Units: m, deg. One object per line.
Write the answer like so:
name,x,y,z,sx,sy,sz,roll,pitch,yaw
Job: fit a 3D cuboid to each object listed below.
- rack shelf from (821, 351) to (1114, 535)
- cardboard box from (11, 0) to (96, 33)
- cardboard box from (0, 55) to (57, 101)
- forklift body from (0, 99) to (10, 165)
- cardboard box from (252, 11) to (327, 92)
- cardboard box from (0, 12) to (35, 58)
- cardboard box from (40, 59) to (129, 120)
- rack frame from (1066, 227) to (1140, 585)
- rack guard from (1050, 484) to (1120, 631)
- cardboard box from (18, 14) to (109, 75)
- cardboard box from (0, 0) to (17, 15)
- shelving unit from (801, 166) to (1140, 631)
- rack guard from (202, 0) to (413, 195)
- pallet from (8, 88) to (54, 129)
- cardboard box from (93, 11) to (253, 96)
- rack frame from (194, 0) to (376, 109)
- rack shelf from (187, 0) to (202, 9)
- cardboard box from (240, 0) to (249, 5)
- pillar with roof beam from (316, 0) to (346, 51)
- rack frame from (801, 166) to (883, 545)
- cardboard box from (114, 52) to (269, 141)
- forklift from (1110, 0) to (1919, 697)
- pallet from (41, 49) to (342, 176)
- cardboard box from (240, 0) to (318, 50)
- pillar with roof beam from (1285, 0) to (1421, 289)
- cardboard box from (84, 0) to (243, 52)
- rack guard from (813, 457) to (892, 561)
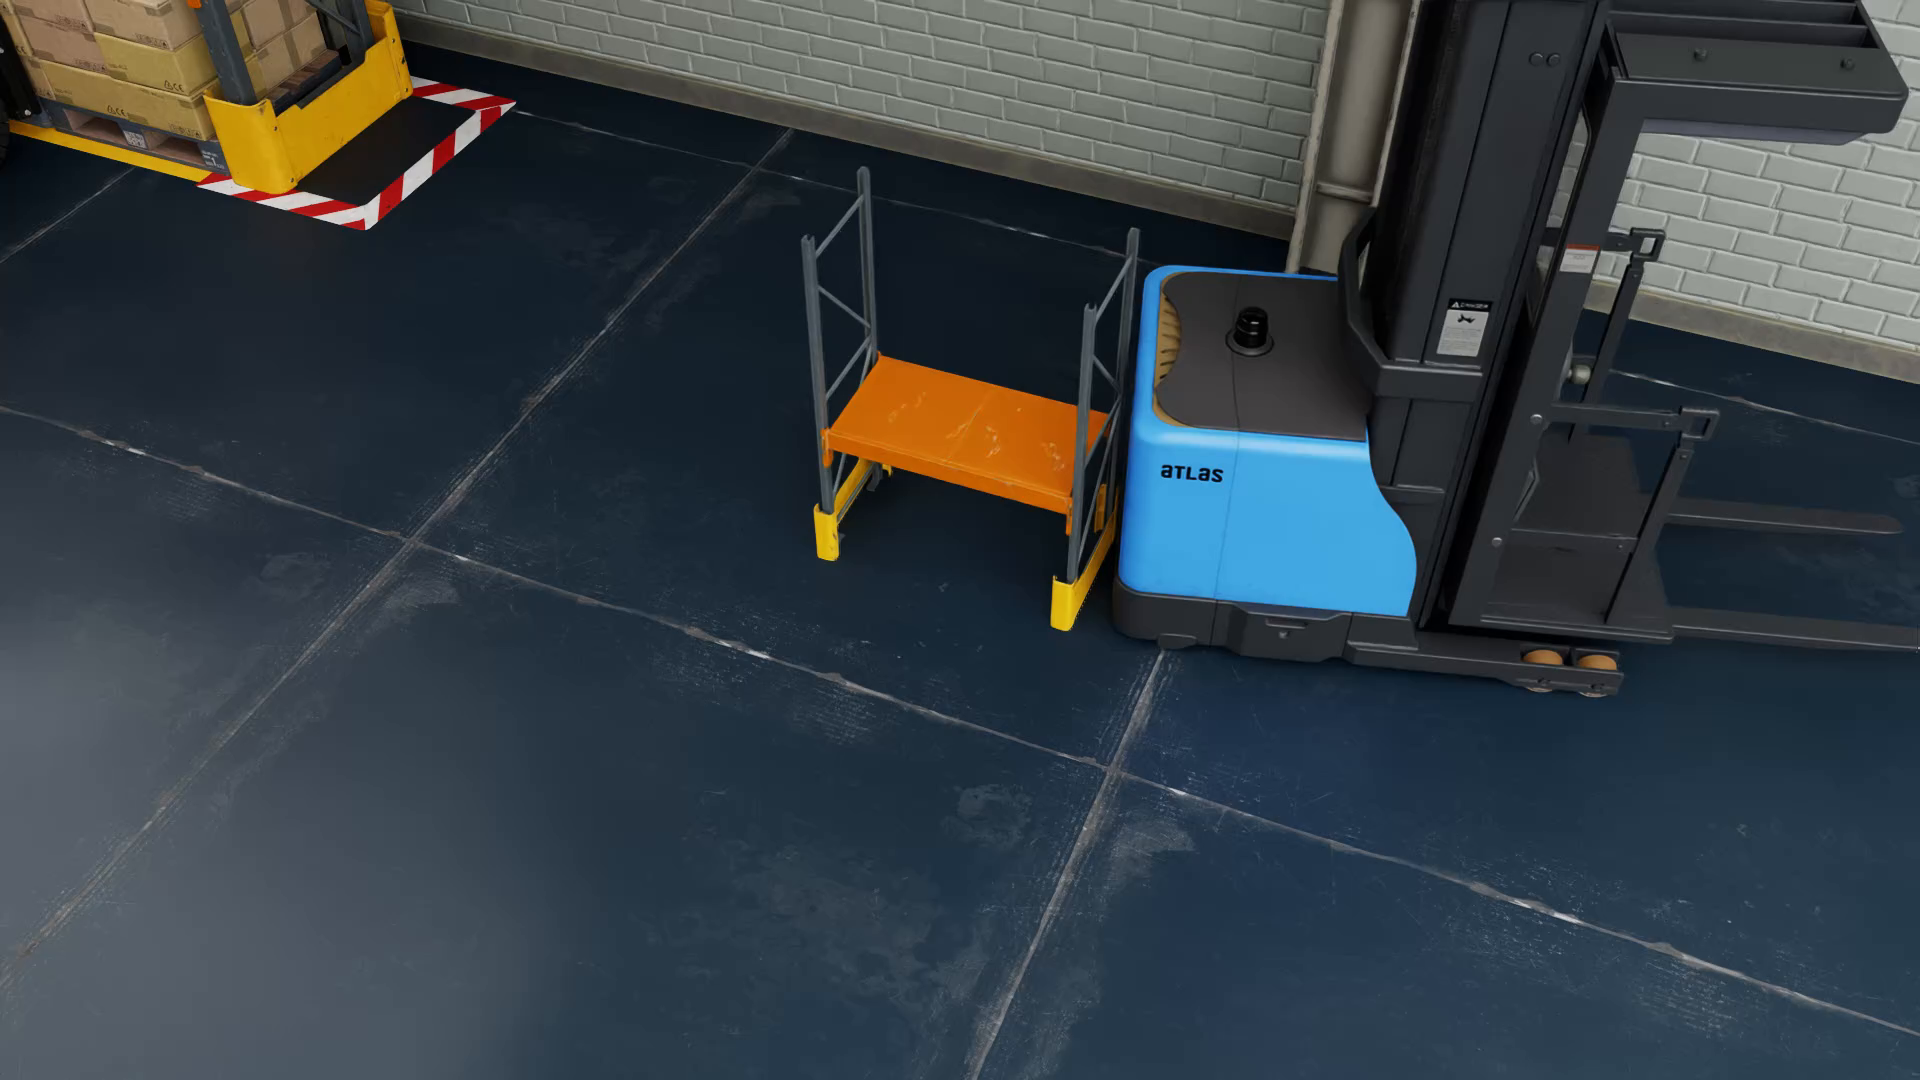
rack shelf,0.038,-0.382,6.326,1.000,0.185,0.538,16,47,16
cardboard box,-4.448,-2.841,8.421,0.500,0.250,0.500,17,47,17
cardboard box,-4.898,-2.634,8.923,0.500,0.250,0.500,17,47,16
forklift body,-5.882,-2.282,7.518,1.214,2.155,2.313,16,47,16
cardboard box,-3.807,-2.690,8.979,0.500,0.250,0.500,17,47,16
cardboard box,-4.942,-2.805,8.740,0.500,0.250,0.500,15,47,15
cardboard box,-4.440,-2.492,8.780,0.500,0.250,0.500,16,47,16
rack frame,0.509,-0.374,6.063,0.032,1.500,0.500,16,47,16
rack guard,0.491,0.064,6.509,0.087,0.250,0.587,16,47,16
cardboard box,-4.458,-2.678,8.613,0.500,0.250,0.500,16,47,15
cardboard box,-4.917,-2.971,8.552,0.500,0.250,0.500,17,47,16
shelving unit,0.030,-0.512,6.201,1.083,1.500,0.587,16,47,16
rack guard,-3.407,-2.363,8.770,0.348,0.500,1.175,16,47,16
pallet,-5.273,-2.779,9.394,1.213,0.211,1.003,16,47,16
cardboard box,-3.999,-2.535,8.469,0.500,0.250,0.500,16,47,15
rack frame,-3.429,-3.255,7.895,0.127,3.000,1.000,16,47,16
rack shelf,-5.275,-3.543,8.695,4.000,0.370,1.077,16,47,16
cardboard box,-3.800,-3.038,8.619,0.500,0.250,0.500,16,47,15
pillar with roof beam,-5.382,-3.355,3.742,0.400,9.000,9.100,16,47,16
rack frame,-0.433,-0.645,6.335,0.032,1.500,0.500,16,47,16
cardboard box,-3.985,-2.351,8.638,0.500,0.250,0.500,17,47,16
forklift,2.132,-0.857,5.534,3.031,2.935,1.130,5,45,5
pallet,-4.151,-2.447,9.060,1.213,0.211,1.003,16,47,16
cardboard box,-3.783,-2.869,8.805,0.500,0.250,0.500,17,47,17
pillar with roof beam,0.155,-1.726,2.105,0.400,9.000,9.100,16,47,16
cardboard box,-3.974,-2.706,8.286,0.500,0.250,0.500,18,48,17
rack guard,-0.432,-0.201,6.775,0.087,0.250,0.587,16,47,16
